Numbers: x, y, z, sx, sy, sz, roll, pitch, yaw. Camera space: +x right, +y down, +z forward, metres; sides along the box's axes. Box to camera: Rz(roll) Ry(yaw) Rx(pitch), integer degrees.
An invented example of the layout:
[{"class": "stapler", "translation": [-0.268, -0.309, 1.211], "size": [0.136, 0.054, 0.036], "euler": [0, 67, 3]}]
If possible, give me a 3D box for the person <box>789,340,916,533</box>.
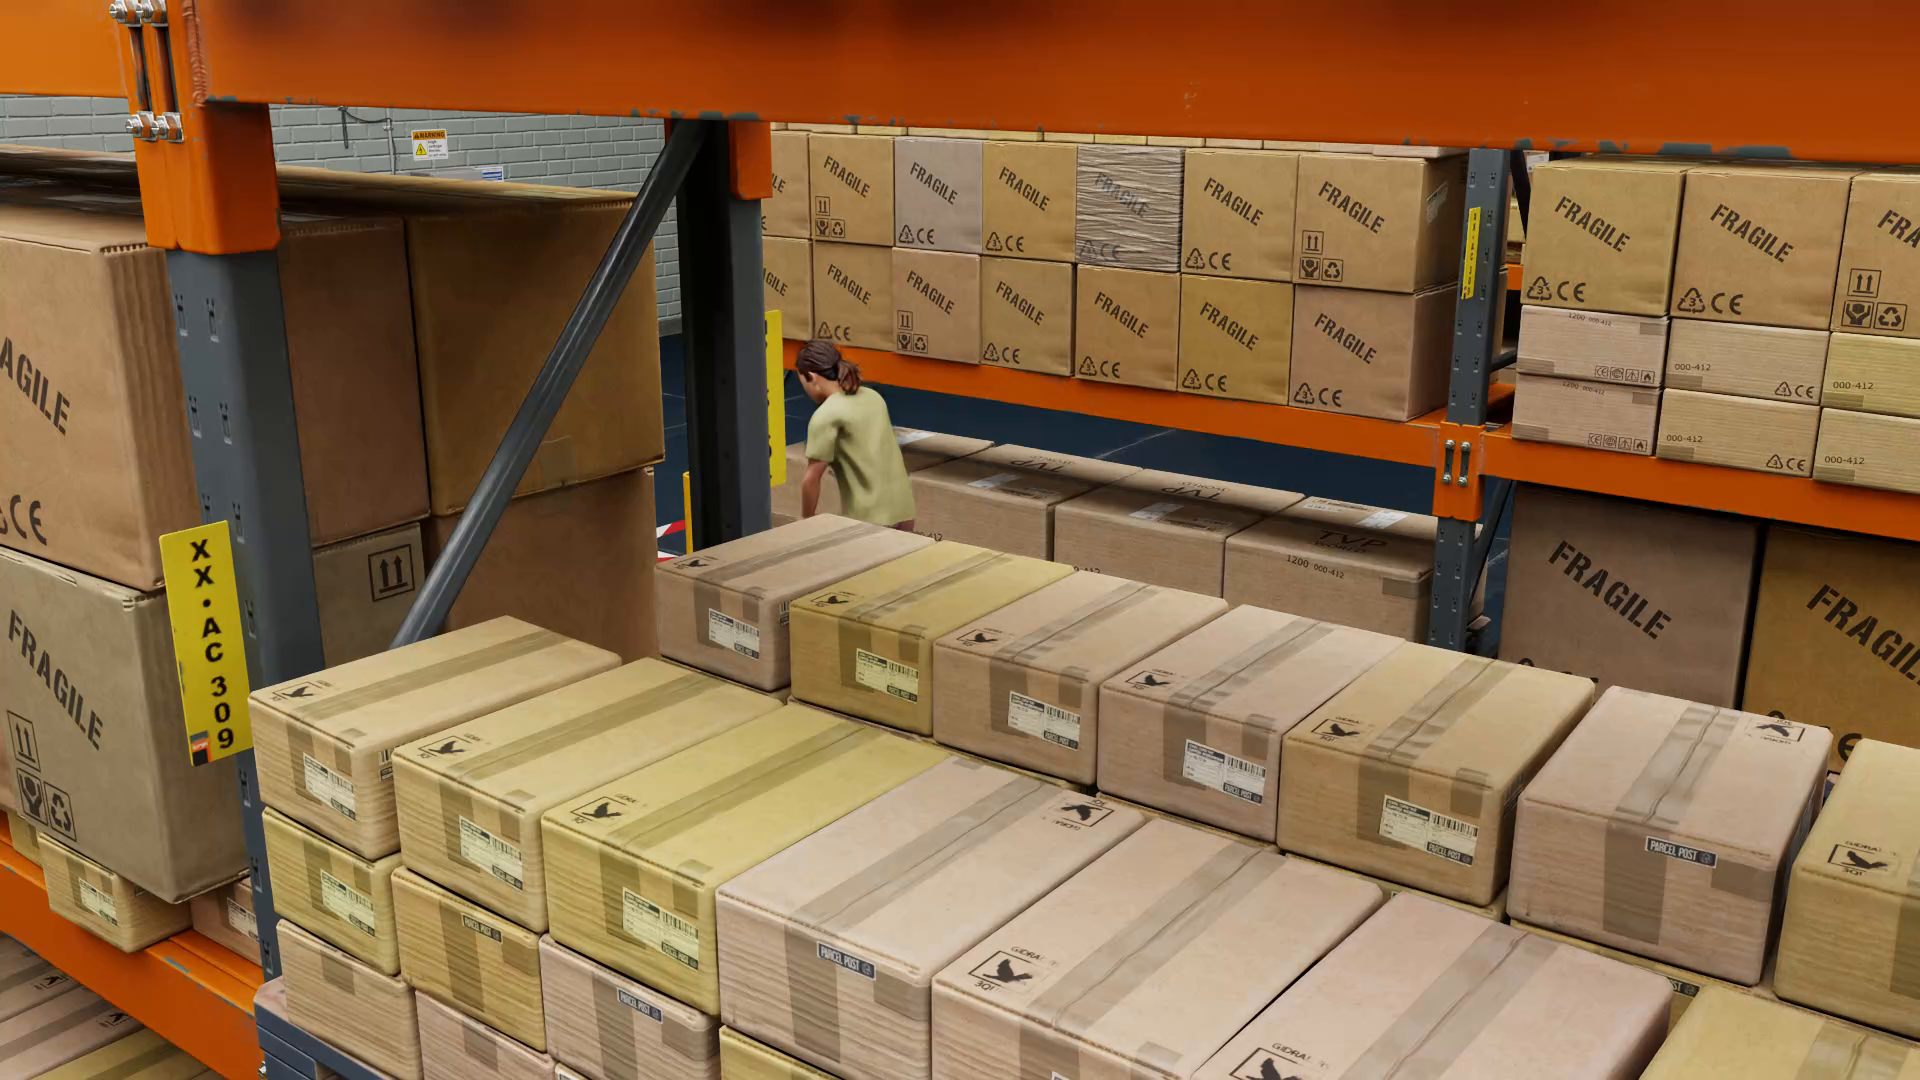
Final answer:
[{"class": "person", "translation": [-0.472, -0.088, 7.130], "size": [0.532, 1.515, 0.498], "euler": [13, 21, 37]}]
